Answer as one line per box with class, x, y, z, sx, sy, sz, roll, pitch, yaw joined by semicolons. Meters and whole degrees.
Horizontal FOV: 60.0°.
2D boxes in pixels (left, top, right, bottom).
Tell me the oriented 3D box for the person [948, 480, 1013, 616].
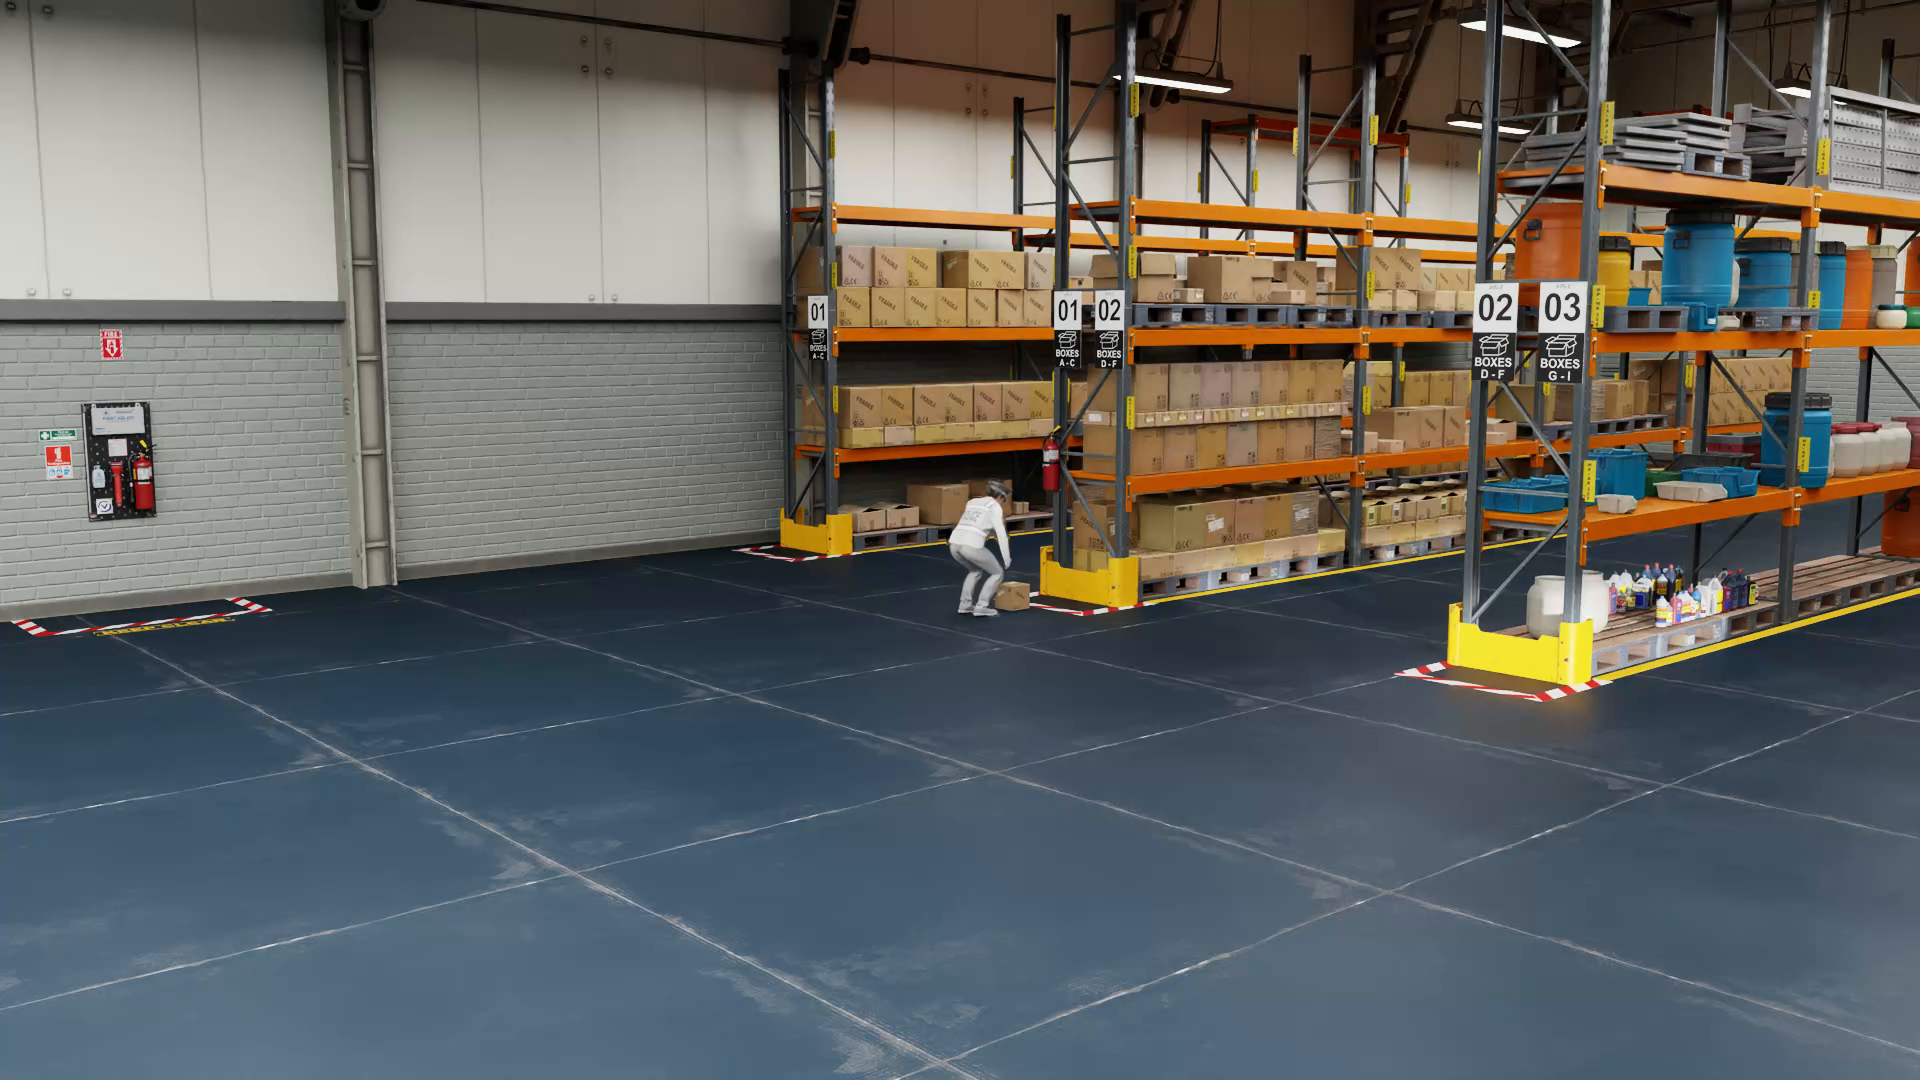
person;0.207;0.077;16.547;0.739;1.320;0.534;-7;10;-41
